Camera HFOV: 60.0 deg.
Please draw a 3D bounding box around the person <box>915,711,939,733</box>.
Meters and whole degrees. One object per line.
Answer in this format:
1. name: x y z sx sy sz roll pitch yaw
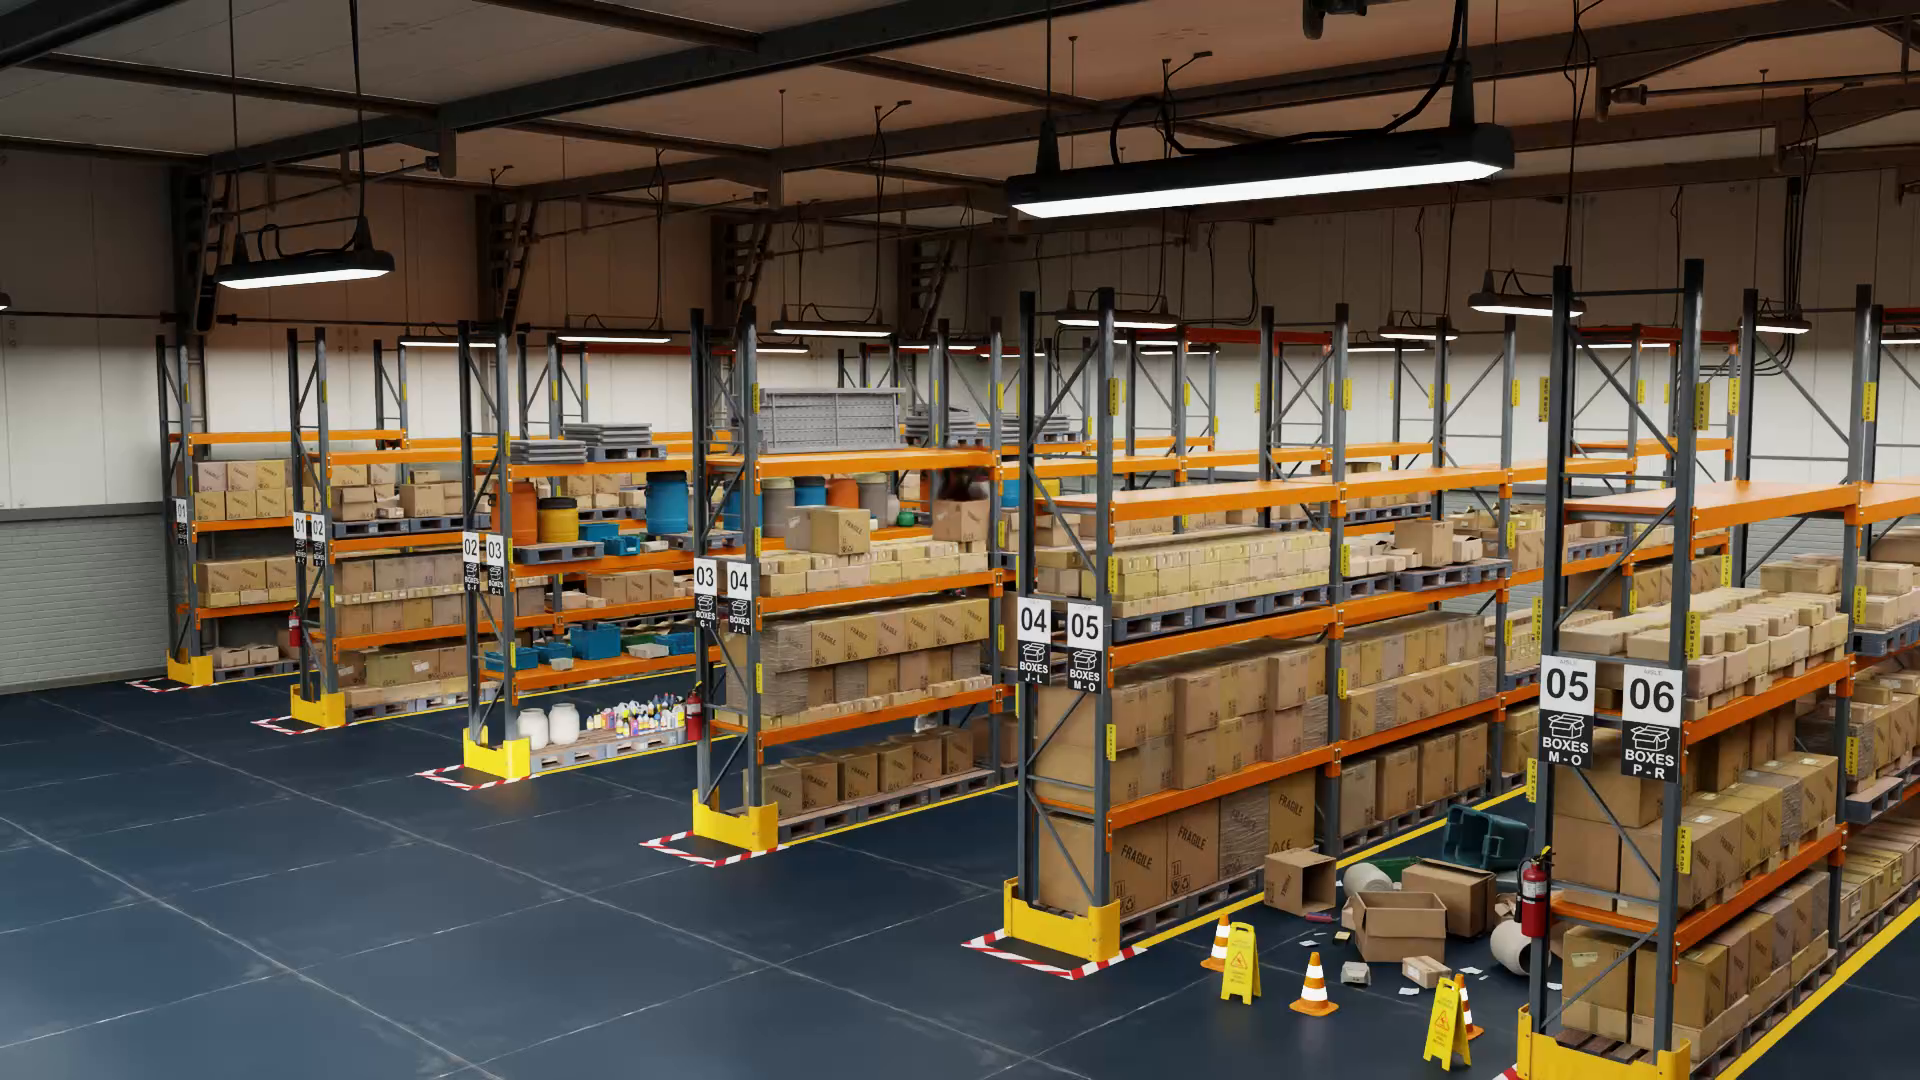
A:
1. person: -0.457 2.075 23.315 0.380 1.790 0.619 4 7 39
